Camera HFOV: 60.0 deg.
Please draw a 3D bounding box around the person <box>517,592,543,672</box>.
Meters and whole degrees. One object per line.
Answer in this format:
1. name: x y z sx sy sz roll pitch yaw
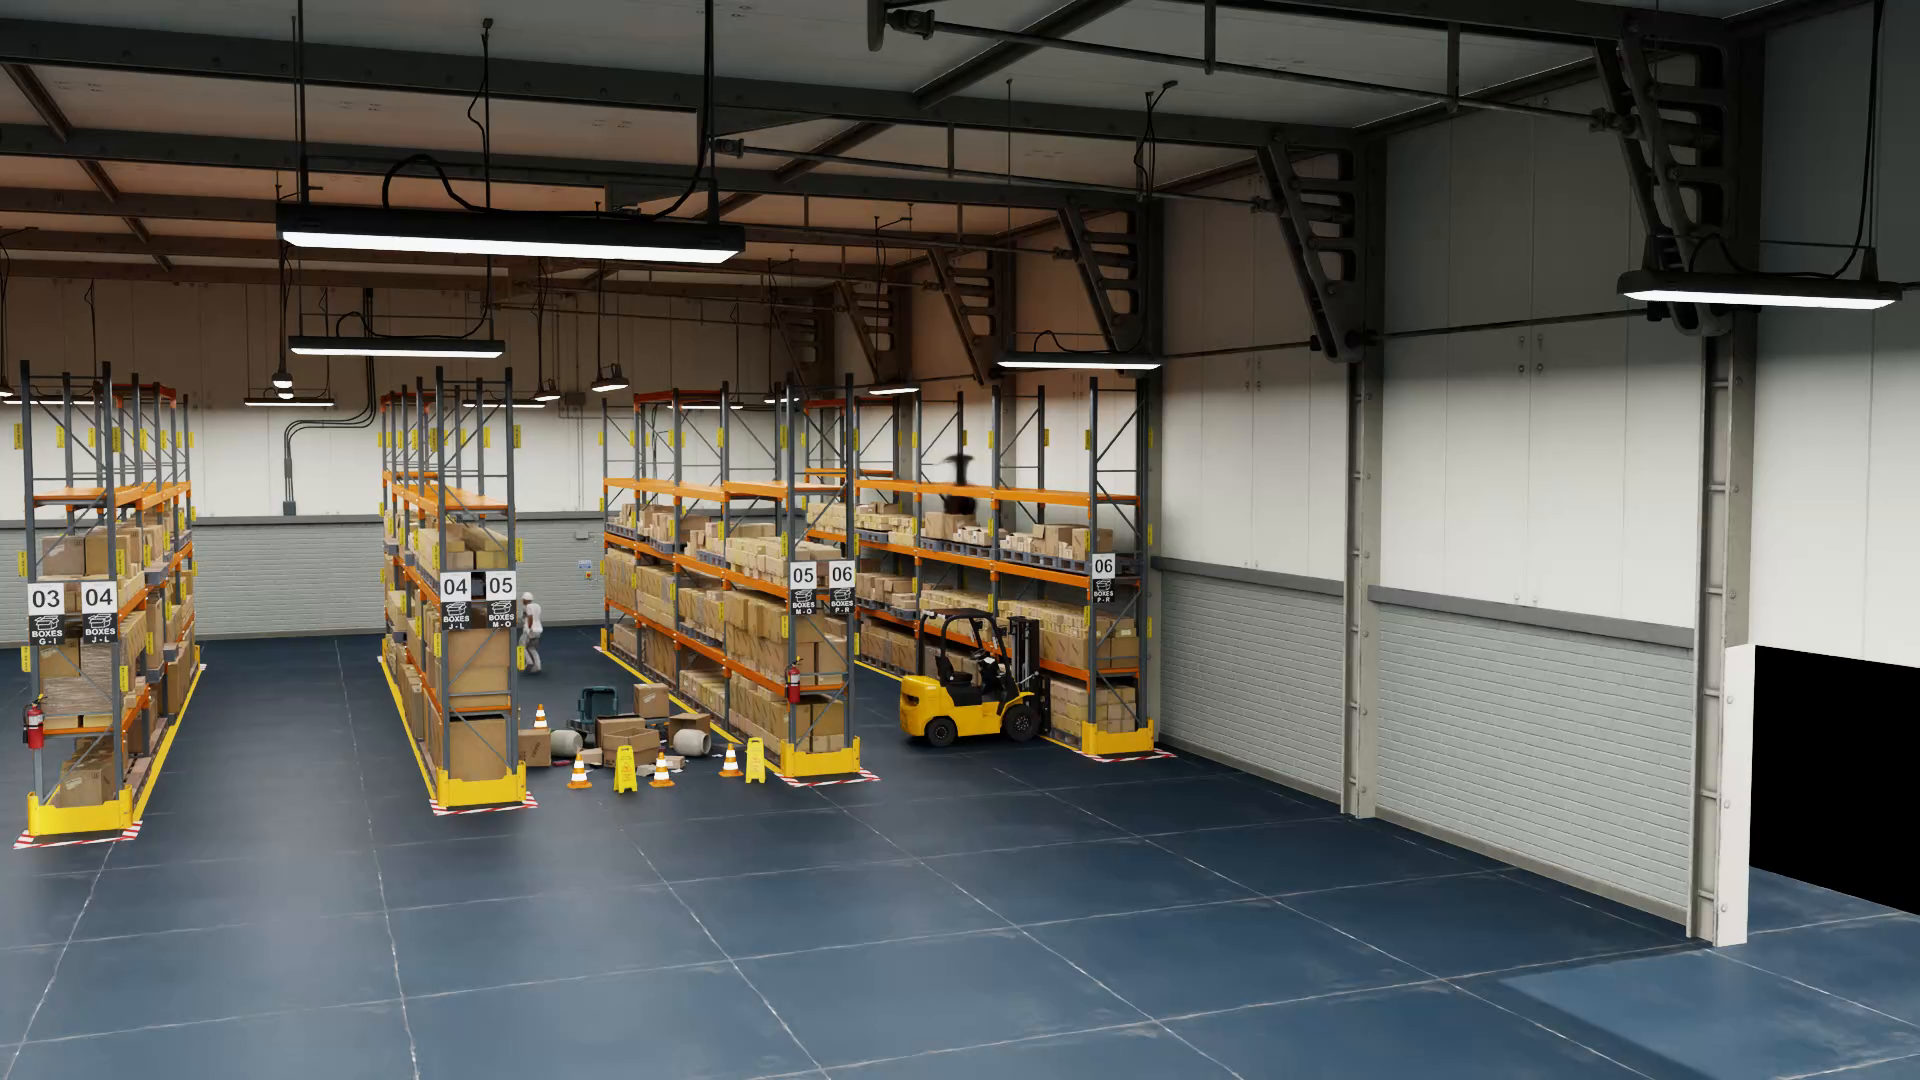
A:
1. person: -9.369 1.996 36.033 0.818 1.718 0.742 2 4 32
